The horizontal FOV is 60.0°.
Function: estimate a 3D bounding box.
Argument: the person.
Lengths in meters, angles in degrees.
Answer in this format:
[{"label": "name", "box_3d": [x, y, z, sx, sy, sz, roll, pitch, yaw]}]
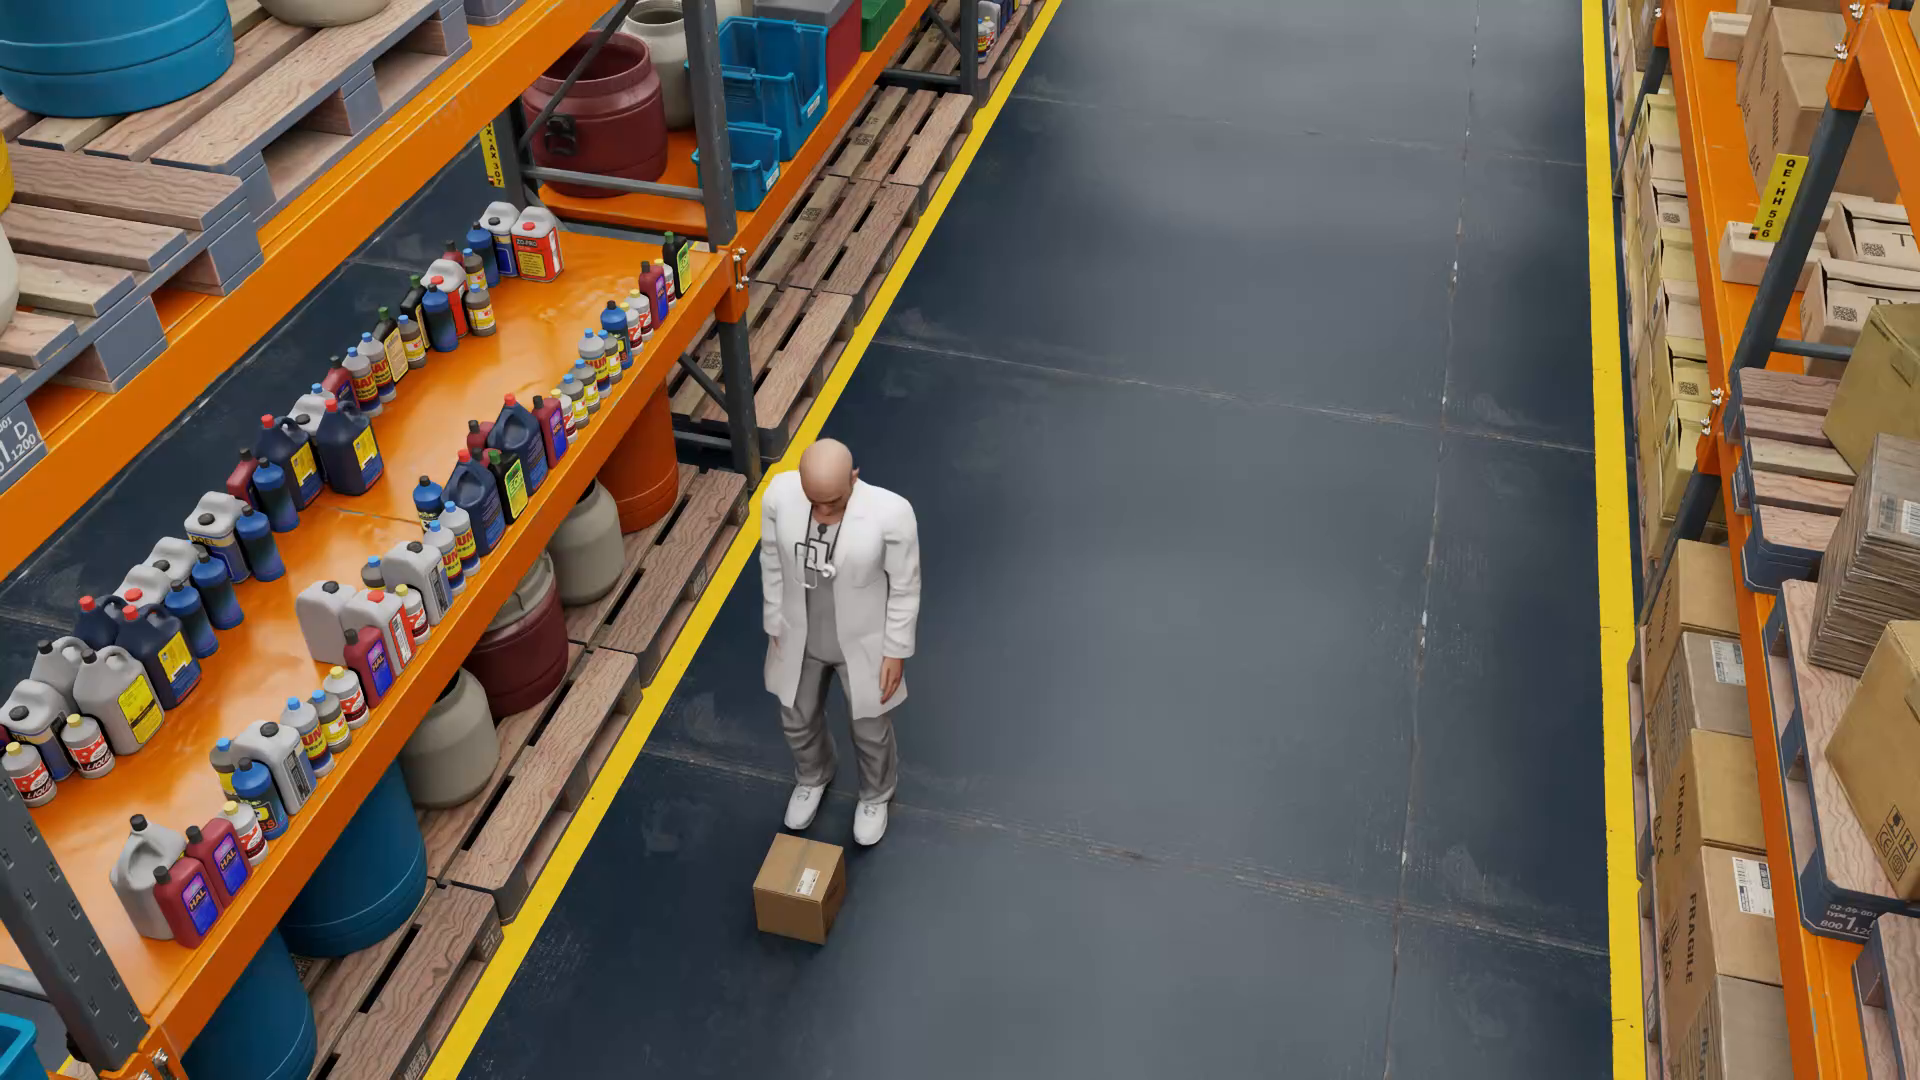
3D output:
[{"label": "person", "box_3d": [-0.416, 0.351, 5.778, 0.572, 1.762, 0.378, 11, 42, 12]}]
